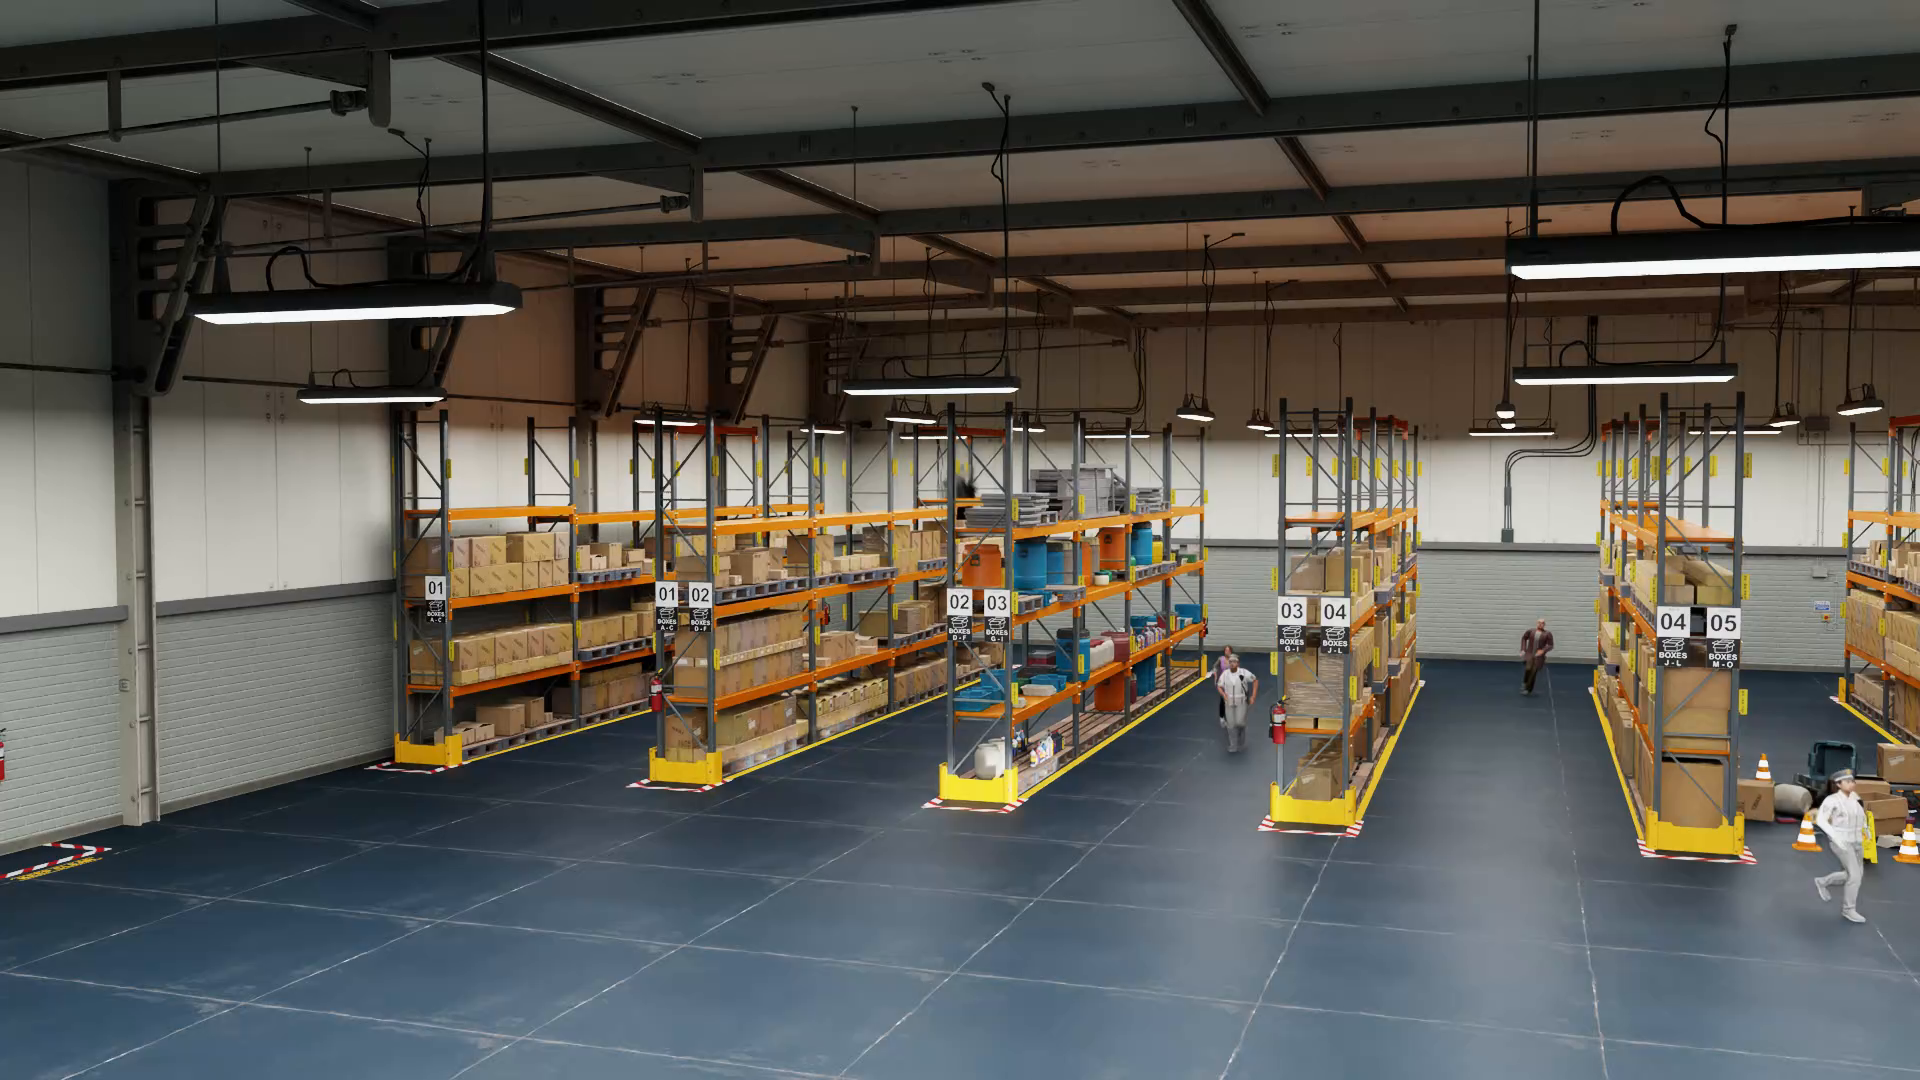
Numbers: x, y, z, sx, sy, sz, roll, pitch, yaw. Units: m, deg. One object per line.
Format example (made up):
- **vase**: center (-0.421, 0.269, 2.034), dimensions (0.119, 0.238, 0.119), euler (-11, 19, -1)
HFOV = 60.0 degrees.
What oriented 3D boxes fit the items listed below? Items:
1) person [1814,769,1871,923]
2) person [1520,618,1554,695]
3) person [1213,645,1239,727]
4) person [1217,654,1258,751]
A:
- **person**: center (9.874, 3.379, 18.607), dimensions (0.614, 1.684, 0.628), euler (-1, 3, -22)
- **person**: center (12.669, 2.573, 36.558), dimensions (0.714, 1.702, 0.626), euler (1, 3, 26)
- **person**: center (5.156, 2.820, 32.141), dimensions (0.506, 1.586, 0.656), euler (0, 2, 4)
- **person**: center (4.876, 2.877, 29.359), dimensions (0.688, 1.741, 0.718), euler (1, 3, 21)
